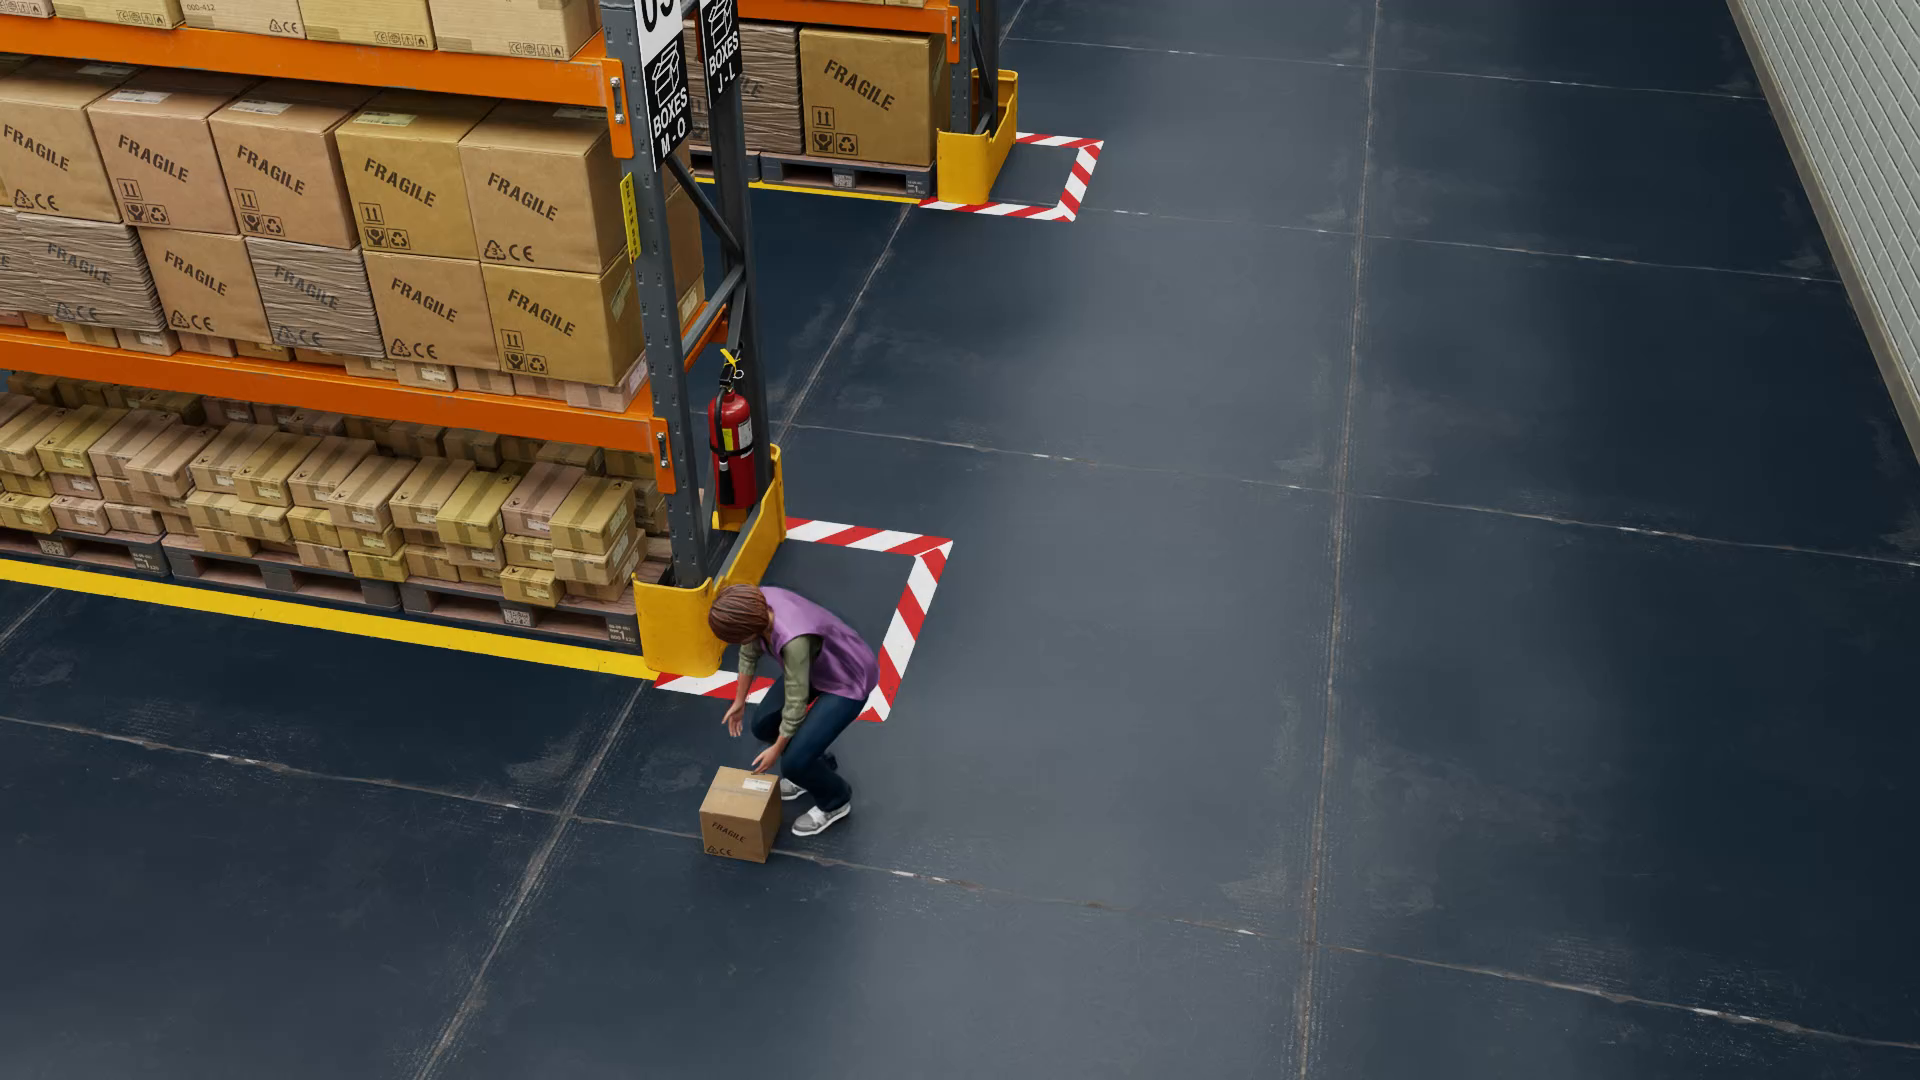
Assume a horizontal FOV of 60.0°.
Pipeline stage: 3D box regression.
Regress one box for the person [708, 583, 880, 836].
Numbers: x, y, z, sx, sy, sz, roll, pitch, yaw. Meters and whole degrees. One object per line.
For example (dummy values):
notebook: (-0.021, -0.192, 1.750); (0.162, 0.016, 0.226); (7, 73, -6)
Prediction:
person: (-0.615, 0.620, 6.439); (0.673, 1.255, 0.462); (-20, 41, -24)
